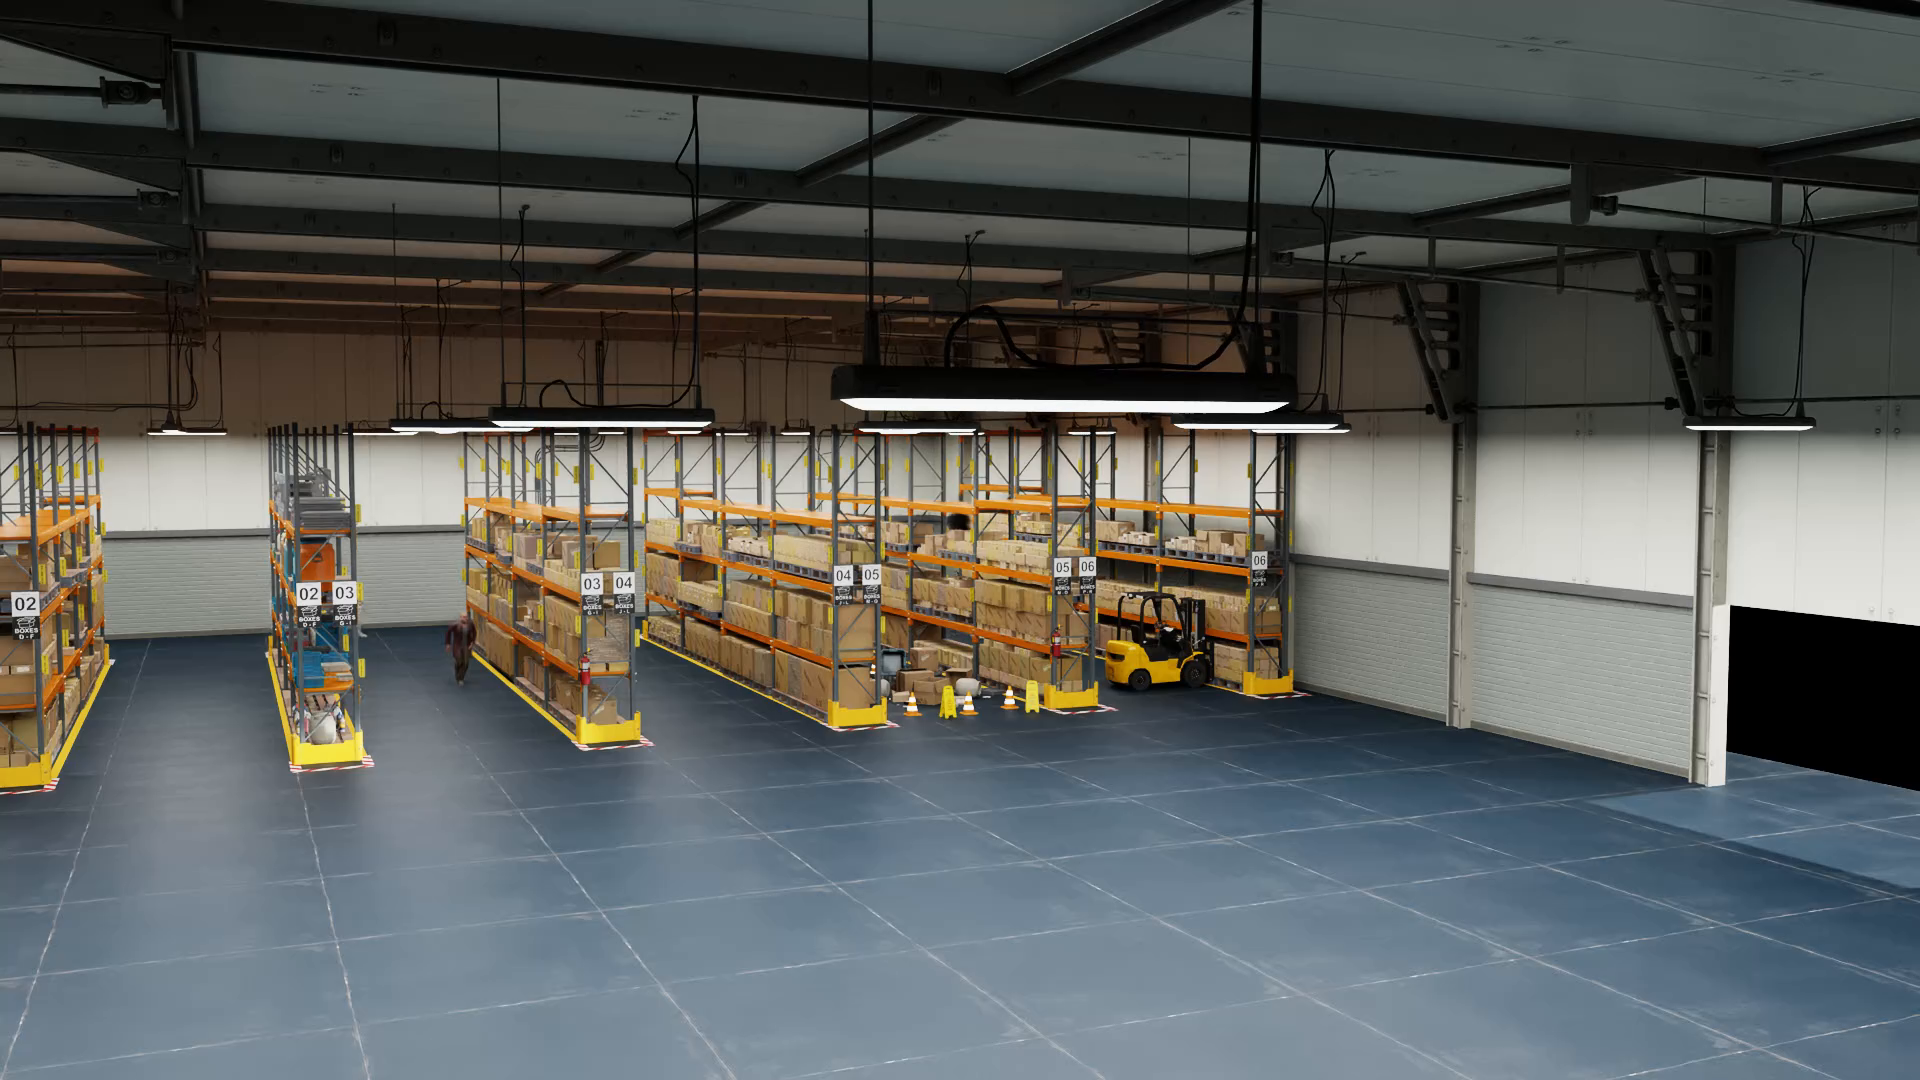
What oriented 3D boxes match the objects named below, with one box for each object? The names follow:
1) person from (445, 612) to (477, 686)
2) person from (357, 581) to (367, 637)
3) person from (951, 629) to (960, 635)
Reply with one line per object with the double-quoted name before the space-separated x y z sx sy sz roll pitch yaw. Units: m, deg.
"person" -11.612 2.510 38.687 0.721 1.712 0.704 -3 4 -36
"person" -17.515 1.974 47.911 0.762 1.609 0.615 1 4 11
"person" -0.222 2.003 48.408 0.504 1.537 0.612 2 4 34
